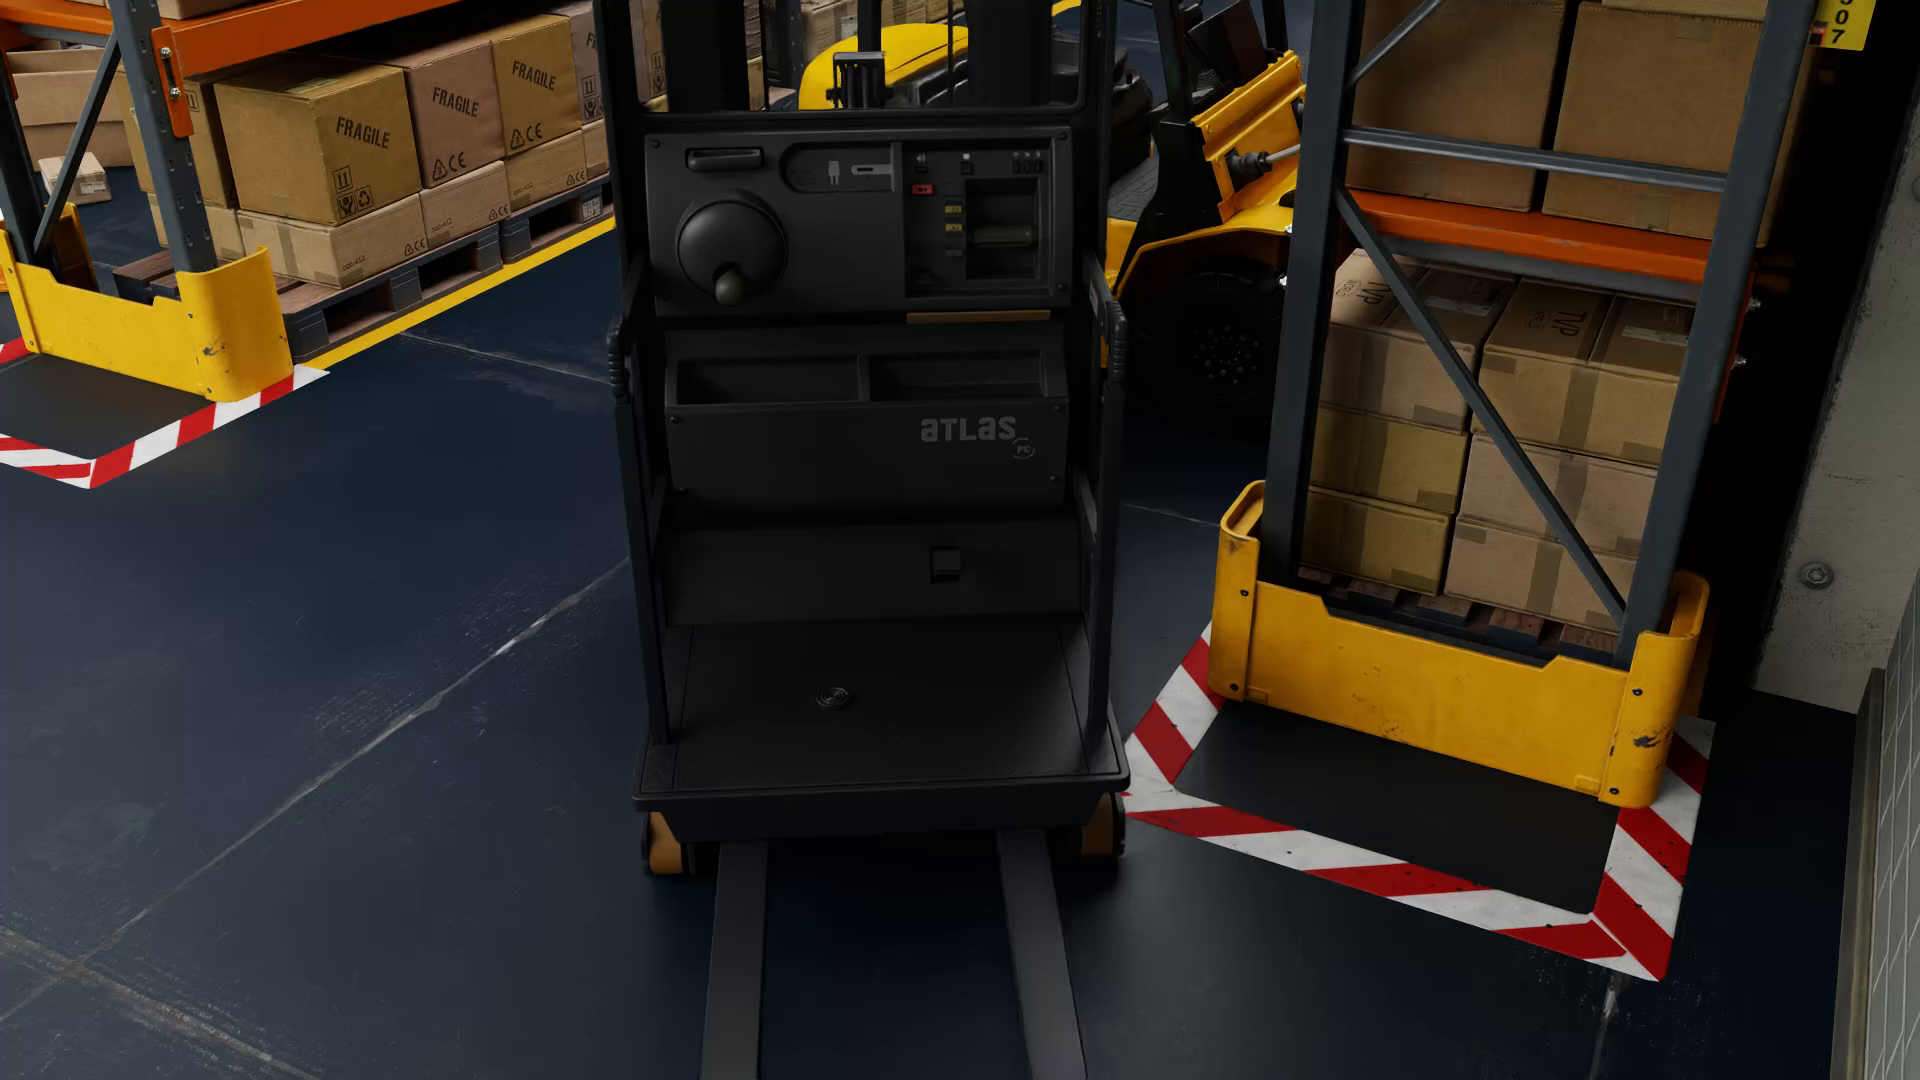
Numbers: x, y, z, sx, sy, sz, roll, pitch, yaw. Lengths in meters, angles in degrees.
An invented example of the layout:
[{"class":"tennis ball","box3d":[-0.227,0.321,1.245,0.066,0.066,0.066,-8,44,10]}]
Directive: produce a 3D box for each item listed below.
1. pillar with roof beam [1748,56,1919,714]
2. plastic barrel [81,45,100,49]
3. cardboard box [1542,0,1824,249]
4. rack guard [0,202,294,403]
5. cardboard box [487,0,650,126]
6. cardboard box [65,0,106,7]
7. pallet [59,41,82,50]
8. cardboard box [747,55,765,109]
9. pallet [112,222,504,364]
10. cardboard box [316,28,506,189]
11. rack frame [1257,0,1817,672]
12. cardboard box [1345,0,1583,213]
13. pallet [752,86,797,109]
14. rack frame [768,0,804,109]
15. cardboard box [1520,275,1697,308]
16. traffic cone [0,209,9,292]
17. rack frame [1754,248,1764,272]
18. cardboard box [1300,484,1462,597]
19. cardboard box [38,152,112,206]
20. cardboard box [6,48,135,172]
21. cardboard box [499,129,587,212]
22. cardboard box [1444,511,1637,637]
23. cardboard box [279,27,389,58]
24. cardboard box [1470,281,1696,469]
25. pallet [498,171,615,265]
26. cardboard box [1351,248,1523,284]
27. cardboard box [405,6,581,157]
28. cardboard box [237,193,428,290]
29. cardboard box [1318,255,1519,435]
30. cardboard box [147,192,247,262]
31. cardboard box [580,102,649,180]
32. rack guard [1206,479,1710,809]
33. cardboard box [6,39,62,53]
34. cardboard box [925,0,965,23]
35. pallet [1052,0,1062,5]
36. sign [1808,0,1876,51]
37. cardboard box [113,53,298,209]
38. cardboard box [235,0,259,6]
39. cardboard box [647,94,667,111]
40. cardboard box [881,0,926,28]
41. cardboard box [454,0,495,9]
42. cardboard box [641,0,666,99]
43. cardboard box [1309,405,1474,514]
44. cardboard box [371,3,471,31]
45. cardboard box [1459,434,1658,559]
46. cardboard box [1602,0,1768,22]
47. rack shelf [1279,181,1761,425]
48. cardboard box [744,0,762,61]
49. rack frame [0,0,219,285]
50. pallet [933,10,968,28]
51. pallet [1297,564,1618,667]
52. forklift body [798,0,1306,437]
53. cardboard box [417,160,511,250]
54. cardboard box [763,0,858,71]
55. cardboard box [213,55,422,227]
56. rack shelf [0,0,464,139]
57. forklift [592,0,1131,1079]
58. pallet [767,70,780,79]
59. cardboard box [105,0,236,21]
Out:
[{"class":"pillar with roof beam","box3d":[-1.450,-4.529,4.100,9.100,9.000,0.400,14,33,23]},{"class":"plastic barrel","box3d":[-4.939,-2.854,9.795,0.421,0.421,0.512,-12,32,-20]},{"class":"cardboard box","box3d":[1.736,-1.046,3.959,0.500,0.500,0.500,15,33,25]},{"class":"rack guard","box3d":[-3.123,-0.920,6.351,1.175,0.500,0.348,14,33,23]},{"class":"cardboard box","box3d":[-1.827,-2.283,7.800,0.500,0.500,0.500,16,34,26]},{"class":"cardboard box","box3d":[-3.177,-2.076,6.105,0.380,0.149,0.250,15,33,25]},{"class":"pallet","box3d":[-6.204,-3.293,10.773,1.003,0.211,1.213,14,33,23]},{"class":"cardboard box","box3d":[-1.365,-2.411,8.775,0.500,0.250,0.500,16,33,25]},{"class":"pallet","box3d":[-2.721,-1.147,7.036,1.003,0.211,1.213,14,33,23]},{"class":"cardboard box","box3d":[-2.299,-1.824,7.000,0.500,0.500,0.500,13,32,21]},{"class":"rack frame","box3d":[1.263,-0.846,3.711,1.000,3.000,0.127,14,33,23]},{"class":"cardboard box","box3d":[1.254,-1.167,4.170,0.500,0.500,0.500,14,33,22]},{"class":"pallet","box3d":[-1.609,-2.229,8.919,1.003,0.211,1.213,14,33,23]},{"class":"rack frame","box3d":[-1.335,-3.744,8.757,1.000,3.000,0.127,14,33,23]},{"class":"cardboard box","box3d":[1.875,-0.662,4.726,0.500,0.250,0.500,14,33,23]},{"class":"traffic cone","box3d":[-4.110,-1.354,7.143,0.336,0.463,0.334,14,33,23]},{"class":"rack frame","box3d":[3.086,-2.619,6.799,1.000,3.000,0.127,14,33,23]},{"class":"cardboard box","box3d":[1.196,-0.116,4.779,0.500,0.250,0.500,15,33,24]},{"class":"cardboard box","box3d":[-4.359,-1.773,8.189,0.250,0.149,0.380,-18,34,-28]},{"class":"cardboard box","box3d":[-4.611,-2.241,8.647,0.797,0.503,0.637,-7,31,-11]},{"class":"cardboard box","box3d":[-2.067,-1.725,7.580,0.500,0.250,0.500,17,34,27]},{"class":"cardboard box","box3d":[1.661,-0.009,4.594,0.500,0.250,0.500,14,33,23]},{"class":"cardboard box","box3d":[-2.790,-1.932,7.189,0.500,0.500,0.500,16,33,25]},{"class":"cardboard box","box3d":[1.651,-0.440,4.339,0.500,0.250,0.500,14,33,23]},{"class":"pallet","box3d":[-2.164,-1.686,7.974,1.003,0.211,1.213,14,33,23]},{"class":"cardboard box","box3d":[1.423,-0.772,4.918,0.500,0.250,0.500,15,33,24]},{"class":"cardboard box","box3d":[-2.063,-2.044,7.384,0.500,0.500,0.500,15,33,24]},{"class":"cardboard box","box3d":[-2.543,-1.255,6.763,0.500,0.250,0.500,14,33,23]},{"class":"cardboard box","box3d":[1.195,-0.544,4.521,0.500,0.250,0.500,15,33,25]},{"class":"cardboard box","box3d":[-3.017,-1.390,6.998,0.500,0.250,0.500,14,33,23]},{"class":"cardboard box","box3d":[-1.834,-1.948,7.969,0.500,0.250,0.500,15,33,24]},{"class":"rack guard","box3d":[1.252,0.248,4.315,1.175,0.500,0.348,14,33,23]},{"class":"cardboard box","box3d":[-5.581,-2.818,9.653,0.500,0.500,0.500,21,36,32]},{"class":"cardboard box","box3d":[-0.459,-3.648,10.807,0.950,0.372,0.625,15,33,25]},{"class":"pallet","box3d":[0.130,-3.962,11.937,1.003,0.211,1.213,14,33,23]},{"class":"sign","box3d":[1.755,-1.127,3.252,0.100,0.325,0.005,14,33,23]},{"class":"cardboard box","box3d":[-3.024,-1.700,6.784,0.500,0.500,0.500,15,33,24]},{"class":"cardboard box","box3d":[-2.716,-2.081,6.113,0.380,0.149,0.250,15,33,24]},{"class":"cardboard box","box3d":[-1.599,-2.172,8.360,0.500,0.250,0.500,13,32,22]},{"class":"cardboard box","box3d":[-0.774,-3.339,10.269,0.950,0.372,0.625,16,34,26]},{"class":"cardboard box","box3d":[-2.315,-2.389,7.984,0.500,0.500,0.500,16,34,26]},{"class":"cardboard box","box3d":[-1.596,-2.510,8.195,0.500,0.500,0.500,15,33,24]},{"class":"cardboard box","box3d":[1.207,-0.339,4.666,0.500,0.250,0.500,14,33,23]},{"class":"cardboard box","box3d":[-2.553,-2.154,7.575,0.500,0.500,0.500,14,33,22]},{"class":"cardboard box","box3d":[1.662,-0.214,4.448,0.500,0.250,0.500,15,33,24]},{"class":"cardboard box","box3d":[1.649,-1.262,3.684,0.380,0.149,0.250,13,32,22]},{"class":"rack shelf","box3d":[2.174,-1.421,5.435,1.077,0.370,4.000,14,33,23]},{"class":"cardboard box","box3d":[-1.366,-2.736,8.588,0.500,0.500,0.500,14,33,23]},{"class":"rack frame","box3d":[-3.157,-1.971,5.669,1.000,3.000,0.127,14,33,23]},{"class":"pallet","box3d":[-0.427,-3.423,10.999,1.003,0.211,1.213,14,33,23]},{"class":"pallet","box3d":[1.574,0.014,5.013,1.003,0.211,1.213,14,33,23]},{"class":"forklift body","box3d":[0.503,-1.733,6.107,2.313,2.155,1.214,14,33,23]},{"class":"cardboard box","box3d":[-2.304,-1.480,7.154,0.500,0.250,0.500,16,33,25]},{"class":"cardboard box","box3d":[-1.098,-3.020,9.713,0.950,0.372,0.625,15,33,24]},{"class":"cardboard box","box3d":[-2.533,-1.591,6.595,0.500,0.500,0.500,13,32,22]},{"class":"rack shelf","box3d":[-2.246,-2.545,7.393,1.077,0.370,4.000,14,33,23]},{"class":"forklift","box3d":[-0.198,-0.659,3.455,1.130,2.935,3.031,-2,30,-3]},{"class":"pallet","box3d":[-0.982,-2.880,10.053,1.003,0.211,1.213,14,33,23]},{"class":"cardboard box","box3d":[-2.818,-1.965,5.912,0.380,0.149,0.250,14,33,23]}]
